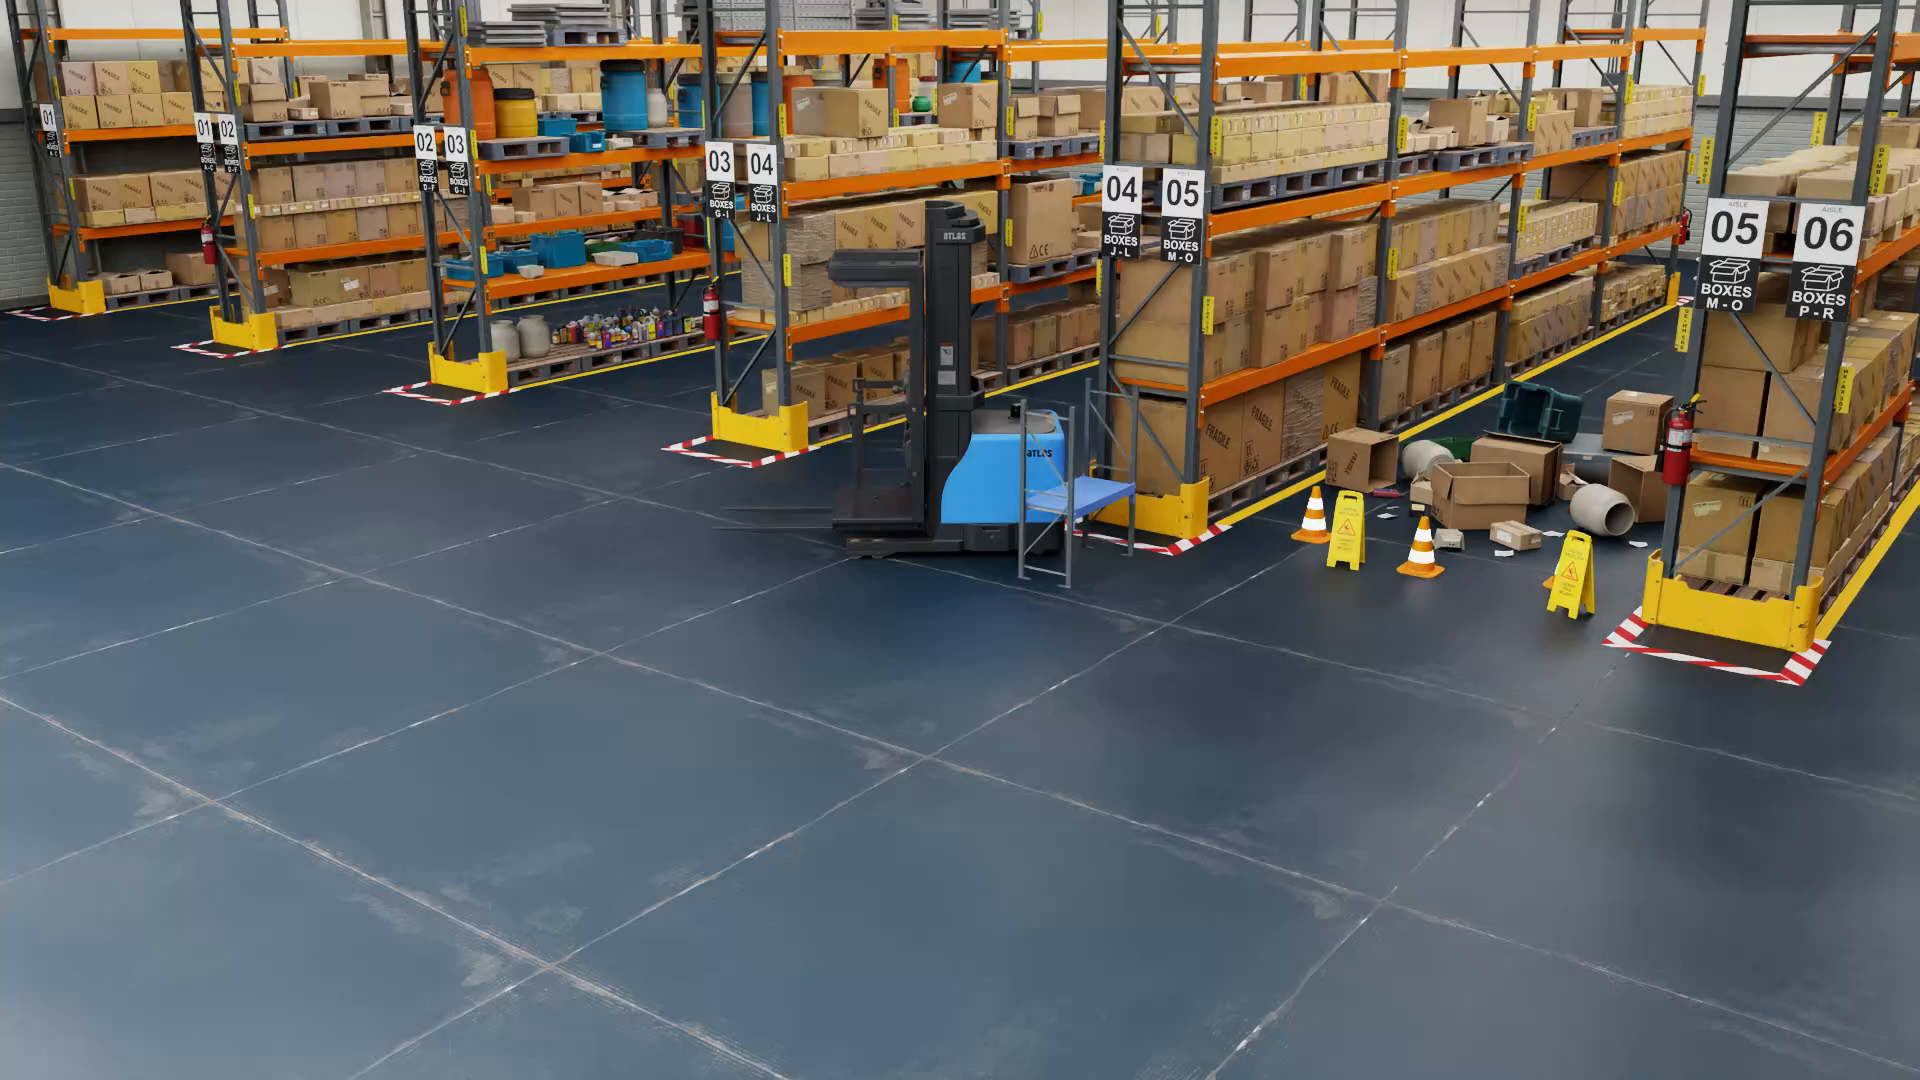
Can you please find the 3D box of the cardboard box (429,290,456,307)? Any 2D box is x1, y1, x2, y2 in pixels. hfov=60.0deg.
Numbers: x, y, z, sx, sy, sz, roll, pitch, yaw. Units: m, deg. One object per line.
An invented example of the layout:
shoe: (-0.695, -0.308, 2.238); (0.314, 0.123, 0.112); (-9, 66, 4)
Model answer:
cardboard box: (-8.206, -3.808, 25.876); (0.500, 0.250, 0.500); (12, 21, 35)

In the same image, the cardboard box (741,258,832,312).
cardboard box: (-1.880, -2.799, 18.028); (0.875, 0.500, 0.500); (12, 21, 35)

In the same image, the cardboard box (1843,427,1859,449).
cardboard box: (6.648, -0.820, 12.749); (0.380, 0.149, 0.250); (13, 21, 36)

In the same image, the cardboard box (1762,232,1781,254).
cardboard box: (5.717, -2.178, 12.067); (0.380, 0.149, 0.250); (13, 21, 35)

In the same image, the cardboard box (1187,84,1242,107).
cardboard box: (3.737, -6.561, 24.873); (0.797, 0.503, 0.637); (12, 21, 34)

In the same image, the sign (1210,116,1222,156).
sign: (2.136, -3.370, 13.874); (0.100, 0.325, 0.005); (12, 21, 35)

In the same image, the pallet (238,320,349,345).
pallet: (-9.761, -3.092, 24.344); (1.003, 0.211, 1.213); (12, 21, 35)

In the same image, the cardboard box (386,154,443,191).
cardboard box: (-8.359, -5.627, 25.449); (0.700, 0.500, 0.500); (12, 21, 35)

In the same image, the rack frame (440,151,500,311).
rack frame: (-7.800, -5.187, 26.388); (1.000, 3.000, 0.127); (12, 21, 35)

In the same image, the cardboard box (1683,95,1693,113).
cardboard box: (11.157, -6.838, 26.057); (0.500, 0.250, 0.500); (12, 21, 33)

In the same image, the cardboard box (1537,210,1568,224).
cardboard box: (7.984, -4.365, 22.453); (0.380, 0.149, 0.250); (11, 21, 32)

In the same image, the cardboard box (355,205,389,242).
cardboard box: (-8.975, -4.760, 24.845); (0.700, 0.500, 0.500); (13, 22, 36)

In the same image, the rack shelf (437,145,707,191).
rack shelf: (-5.016, -4.923, 21.695); (1.077, 0.370, 4.000); (12, 21, 35)

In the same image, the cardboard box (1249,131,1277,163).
cardboard box: (2.489, -3.524, 14.851); (0.500, 0.250, 0.500); (12, 21, 34)

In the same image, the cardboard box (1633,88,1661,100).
cardboard box: (10.179, -6.626, 24.703); (0.380, 0.149, 0.250); (12, 21, 33)

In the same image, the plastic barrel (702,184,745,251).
plastic barrel: (-3.351, -4.588, 23.616); (0.600, 0.901, 0.708); (12, 21, 35)

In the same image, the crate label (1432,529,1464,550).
crate label: (4.274, -0.008, 14.539); (0.250, 0.136, 0.298); (2, 17, 6)

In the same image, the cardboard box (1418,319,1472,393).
cardboard box: (5.507, -2.276, 20.099); (1.050, 0.750, 0.750); (13, 21, 36)

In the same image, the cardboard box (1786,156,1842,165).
cardboard box: (6.803, -2.975, 13.288); (0.380, 0.149, 0.250); (13, 21, 36)

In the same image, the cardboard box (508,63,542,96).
cardboard box: (-7.080, -7.386, 26.693); (0.500, 0.500, 0.500); (15, 23, 40)

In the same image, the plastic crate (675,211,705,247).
plastic crate: (-3.781, -4.510, 24.103); (0.402, 0.464, 0.583); (12, 21, 35)

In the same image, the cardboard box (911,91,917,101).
cardboard box: (-1.051, -9.120, 34.248); (0.500, 0.250, 0.500); (12, 21, 35)

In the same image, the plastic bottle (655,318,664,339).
plastic bottle: (-4.154, -2.927, 22.950); (0.061, 0.283, 0.133); (14, 22, 38)

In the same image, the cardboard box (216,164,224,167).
cardboard box: (-12.539, -6.160, 28.476); (0.500, 0.500, 0.500); (12, 21, 34)

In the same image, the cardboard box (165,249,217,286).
cardboard box: (-12.862, -4.575, 27.893); (0.700, 0.500, 0.500); (11, 20, 31)

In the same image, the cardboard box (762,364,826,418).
cardboard box: (-1.844, -1.635, 18.458); (0.500, 0.500, 0.500); (-15, 23, -40)

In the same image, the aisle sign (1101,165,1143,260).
aisle sign: (1.410, -2.860, 14.511); (0.394, 0.787, 0.004); (12, 21, 35)

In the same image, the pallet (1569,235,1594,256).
pallet: (8.271, -4.192, 23.509); (1.003, 0.211, 1.213); (12, 21, 35)

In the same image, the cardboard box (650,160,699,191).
cardboard box: (-5.132, -6.558, 29.926); (0.700, 0.500, 0.500); (5, 18, 16)

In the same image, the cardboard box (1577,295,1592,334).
cardboard box: (8.605, -3.226, 23.582); (0.500, 0.500, 0.500); (12, 21, 34)

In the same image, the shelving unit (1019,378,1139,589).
shelving unit: (0.989, -0.491, 13.796); (0.538, 1.500, 1.048); (12, 21, 33)

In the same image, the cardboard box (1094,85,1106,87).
cardboard box: (2.050, -6.041, 23.068); (0.500, 0.500, 0.500); (13, 21, 35)

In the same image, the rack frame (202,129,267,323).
rack frame: (-10.183, -4.234, 23.320); (1.000, 3.000, 0.127); (12, 21, 35)

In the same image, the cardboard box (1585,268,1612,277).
cardboard box: (10.067, -4.189, 26.271); (0.380, 0.149, 0.250); (13, 22, 37)

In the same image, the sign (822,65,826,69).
sign: (-2.585, -8.862, 31.631); (0.100, 0.325, 0.005); (12, 21, 35)

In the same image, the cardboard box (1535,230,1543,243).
cardboard box: (7.376, -3.979, 21.713); (0.380, 0.149, 0.250); (13, 21, 35)

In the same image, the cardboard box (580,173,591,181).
cardboard box: (-7.780, -7.431, 34.004); (0.380, 0.149, 0.250); (12, 21, 33)

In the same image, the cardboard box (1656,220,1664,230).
cardboard box: (10.811, -4.965, 26.099); (0.380, 0.149, 0.250); (13, 22, 36)

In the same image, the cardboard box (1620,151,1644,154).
cardboard box: (10.451, -5.879, 26.261); (0.500, 0.500, 0.500); (13, 22, 36)

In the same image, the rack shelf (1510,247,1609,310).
rack shelf: (7.652, -3.620, 22.557); (1.077, 0.370, 4.000); (12, 21, 35)

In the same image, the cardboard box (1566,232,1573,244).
cardboard box: (8.151, -4.143, 22.744); (0.380, 0.149, 0.250); (11, 21, 32)

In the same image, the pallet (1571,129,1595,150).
pallet: (7.775, -5.407, 22.357); (1.213, 0.211, 1.003); (12, 21, 35)

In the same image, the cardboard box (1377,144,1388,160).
cardboard box: (4.117, -3.952, 16.902); (0.380, 0.149, 0.250); (12, 21, 34)

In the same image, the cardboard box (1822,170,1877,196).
cardboard box: (6.441, -2.585, 12.031); (0.380, 0.149, 0.250); (12, 21, 35)

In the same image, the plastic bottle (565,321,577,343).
plastic bottle: (-5.293, -2.837, 22.673); (0.152, 0.276, 0.135); (13, 21, 35)

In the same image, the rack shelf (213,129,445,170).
rack shelf: (-8.992, -5.799, 24.516); (1.077, 0.370, 4.000); (12, 21, 35)

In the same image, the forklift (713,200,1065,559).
forklift: (-0.622, -1.397, 14.299); (3.031, 2.935, 1.130); (0, 17, -1)

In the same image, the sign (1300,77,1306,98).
sign: (5.362, -7.077, 26.015); (0.100, 0.325, 0.005); (12, 21, 35)

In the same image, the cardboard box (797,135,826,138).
cardboard box: (-1.613, -4.382, 18.319); (0.380, 0.149, 0.250); (13, 21, 35)

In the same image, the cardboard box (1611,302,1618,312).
cardboard box: (9.695, -3.510, 25.089); (0.380, 0.149, 0.250); (12, 21, 34)

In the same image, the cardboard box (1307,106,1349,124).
cardboard box: (3.512, -4.092, 16.006); (0.380, 0.149, 0.250); (13, 21, 35)

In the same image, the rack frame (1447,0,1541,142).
rack frame: (6.460, -6.353, 20.027); (1.000, 3.000, 0.127); (12, 21, 35)

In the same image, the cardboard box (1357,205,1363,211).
cardboard box: (6.749, -5.787, 28.745); (0.380, 0.149, 0.250); (12, 21, 33)

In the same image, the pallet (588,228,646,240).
pallet: (-7.413, -6.438, 35.119); (1.003, 0.211, 1.213); (12, 21, 35)

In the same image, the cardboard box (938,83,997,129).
cardboard box: (0.090, -5.144, 19.680); (0.500, 0.500, 0.500); (12, 21, 33)
